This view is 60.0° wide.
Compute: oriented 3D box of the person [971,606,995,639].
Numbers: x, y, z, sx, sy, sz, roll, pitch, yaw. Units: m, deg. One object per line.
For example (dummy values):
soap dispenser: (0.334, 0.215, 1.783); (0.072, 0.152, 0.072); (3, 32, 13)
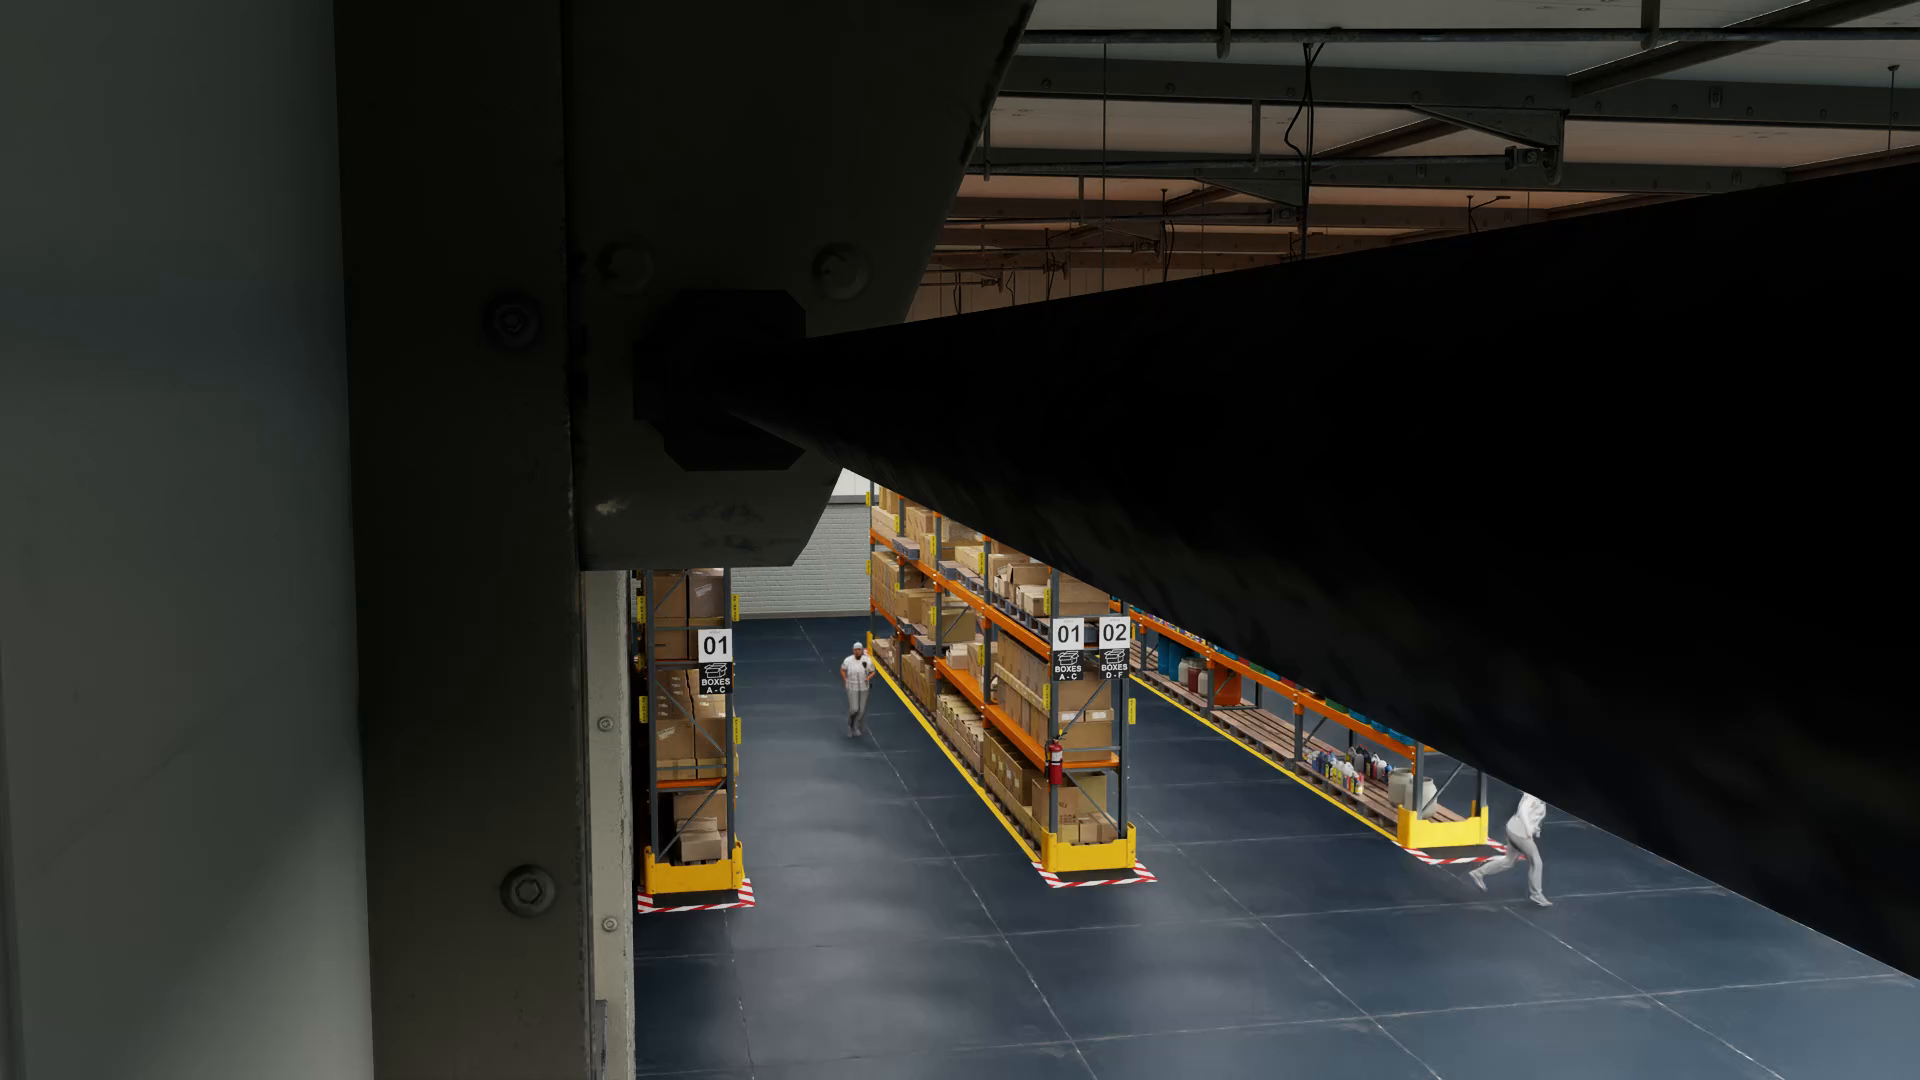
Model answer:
person: (0.468, 1.746, 36.342); (0.582, 1.624, 0.649); (-3, 7, -27)

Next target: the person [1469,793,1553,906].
person: (6.513, 3.517, 19.587); (0.960, 1.630, 0.644); (2, 6, 17)

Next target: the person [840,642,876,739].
person: (-1.720, 2.566, 28.298); (0.581, 1.658, 0.622); (-1, 6, -10)
